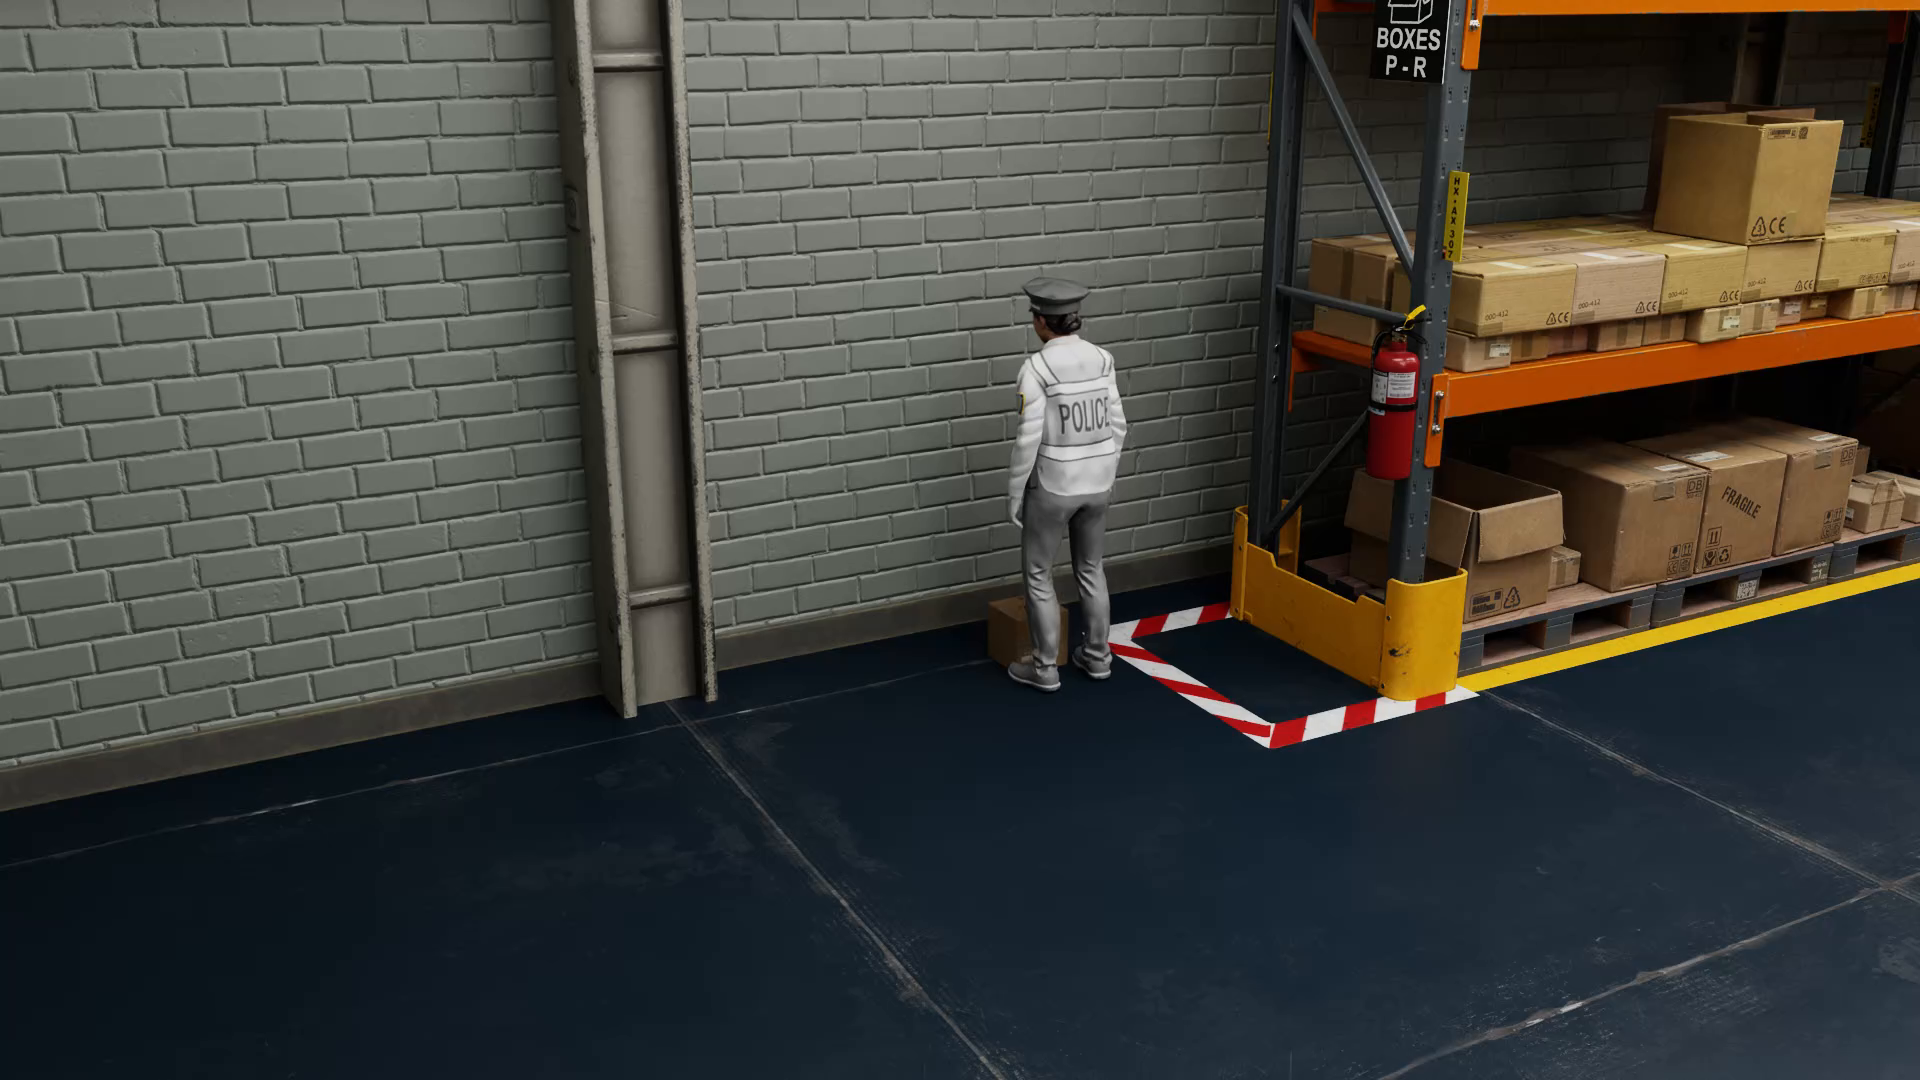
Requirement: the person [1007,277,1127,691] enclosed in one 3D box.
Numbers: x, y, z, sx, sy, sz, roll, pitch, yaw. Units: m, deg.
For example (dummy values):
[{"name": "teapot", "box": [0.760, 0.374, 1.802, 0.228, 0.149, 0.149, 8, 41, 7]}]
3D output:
[{"name": "person", "box": [0.415, -0.204, 6.663, 0.523, 1.662, 0.372, -11, 21, -29]}]
